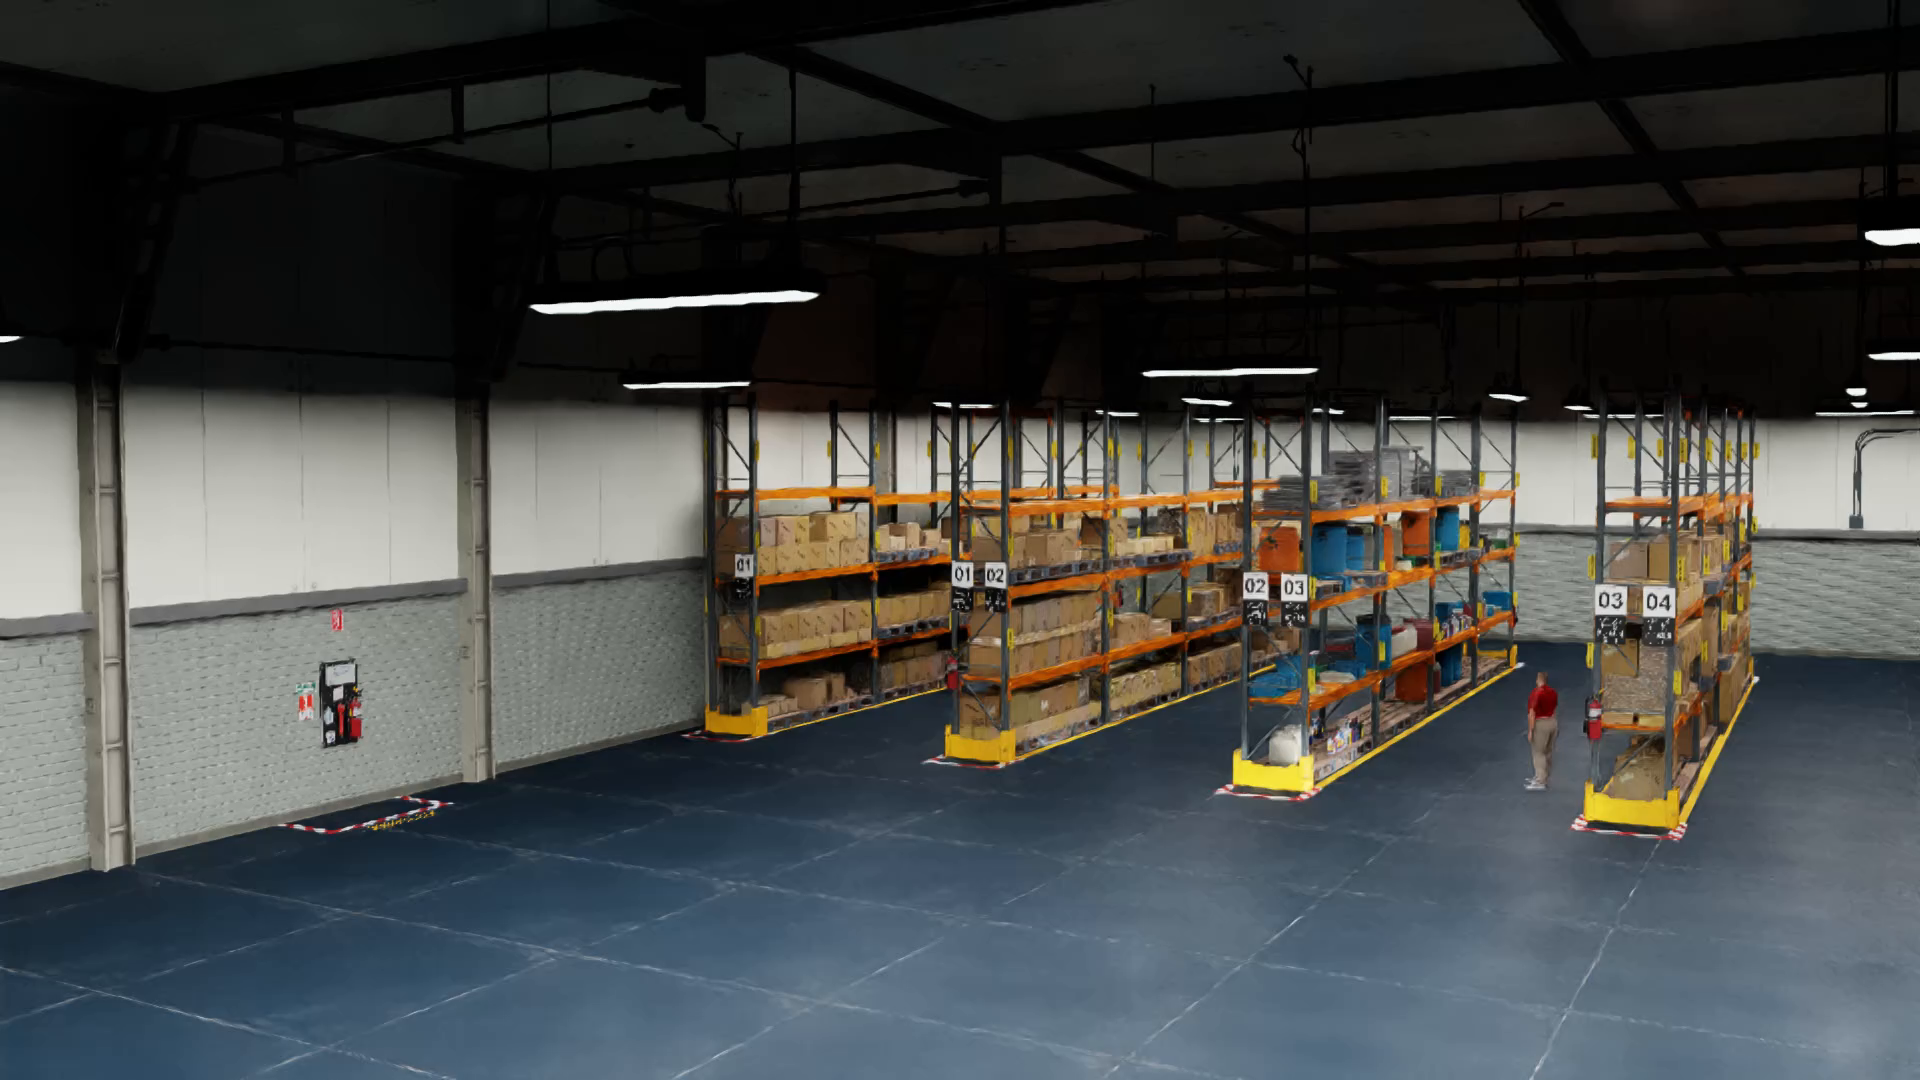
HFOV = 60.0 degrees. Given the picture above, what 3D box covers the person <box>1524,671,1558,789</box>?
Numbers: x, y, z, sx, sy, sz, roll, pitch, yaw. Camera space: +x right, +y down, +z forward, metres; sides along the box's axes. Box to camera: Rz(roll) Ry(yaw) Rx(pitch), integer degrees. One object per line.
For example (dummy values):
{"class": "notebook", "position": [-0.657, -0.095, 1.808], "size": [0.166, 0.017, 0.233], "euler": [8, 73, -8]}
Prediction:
{"class": "person", "position": [8.567, 2.837, 24.642], "size": [0.588, 1.650, 0.481], "euler": [-2, 4, -31]}
